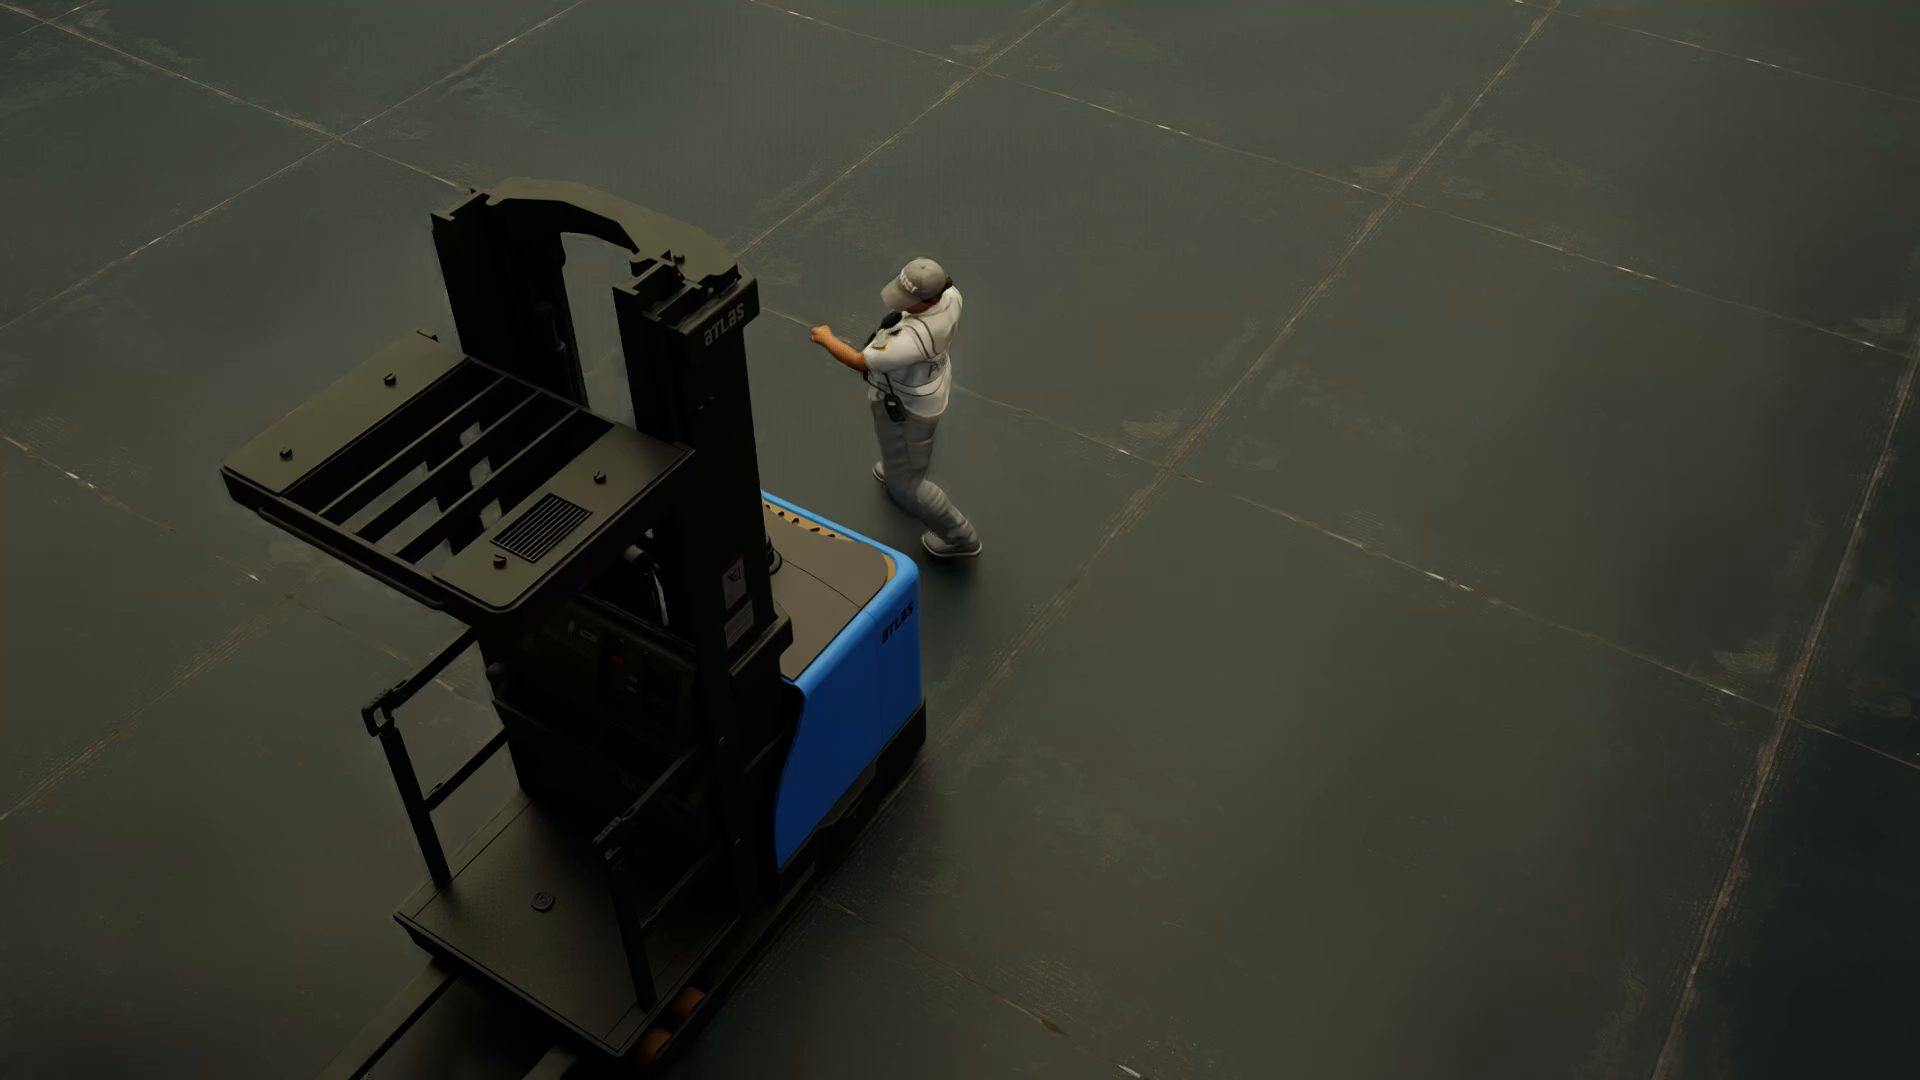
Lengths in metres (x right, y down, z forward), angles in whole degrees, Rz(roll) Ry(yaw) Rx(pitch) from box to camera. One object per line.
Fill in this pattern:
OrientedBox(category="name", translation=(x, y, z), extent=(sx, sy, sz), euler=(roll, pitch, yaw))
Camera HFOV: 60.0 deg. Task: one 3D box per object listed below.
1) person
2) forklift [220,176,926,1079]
OrientedBox(category="person", translation=(-0.261, -0.718, 7.547), extent=(0.825, 1.544, 0.731), euler=(6, 44, 6))
OrientedBox(category="forklift", translation=(-1.354, 0.473, 5.350), extent=(1.130, 2.935, 3.031), euler=(24, 48, 23))
